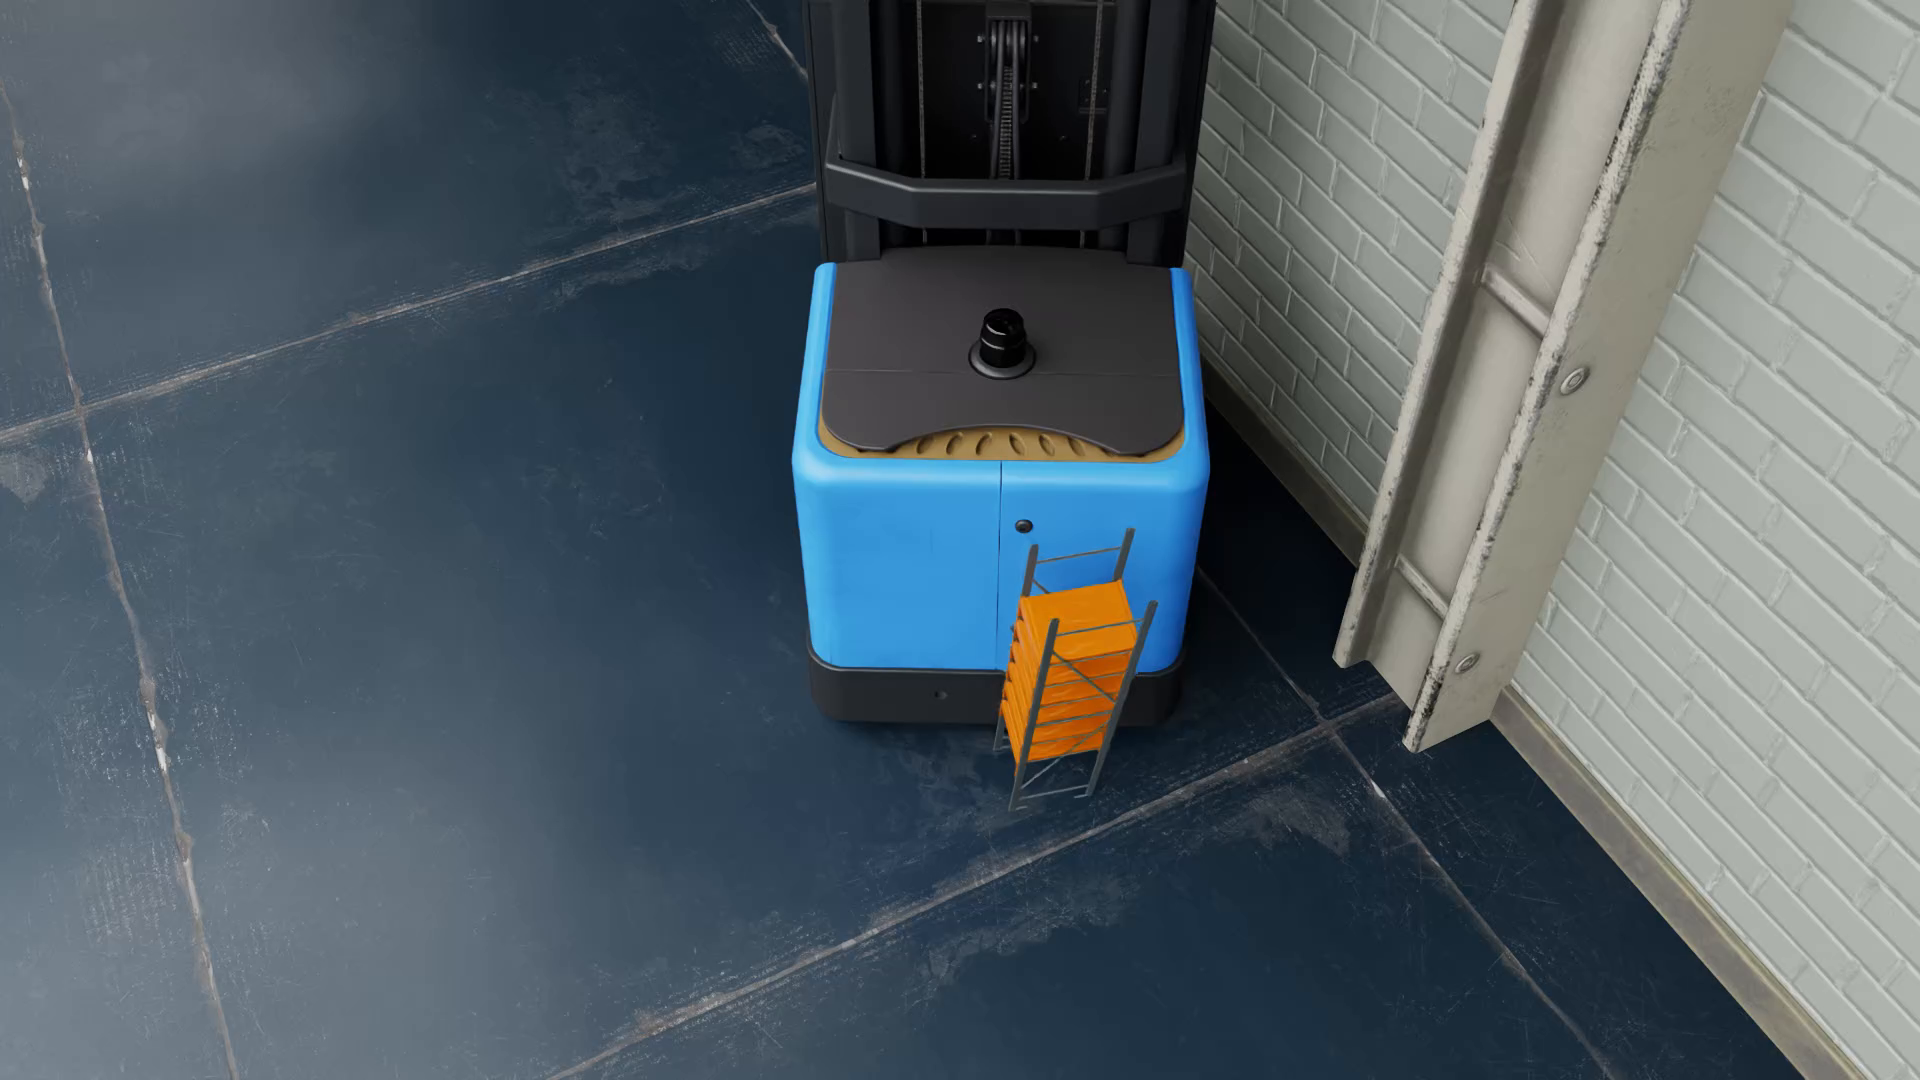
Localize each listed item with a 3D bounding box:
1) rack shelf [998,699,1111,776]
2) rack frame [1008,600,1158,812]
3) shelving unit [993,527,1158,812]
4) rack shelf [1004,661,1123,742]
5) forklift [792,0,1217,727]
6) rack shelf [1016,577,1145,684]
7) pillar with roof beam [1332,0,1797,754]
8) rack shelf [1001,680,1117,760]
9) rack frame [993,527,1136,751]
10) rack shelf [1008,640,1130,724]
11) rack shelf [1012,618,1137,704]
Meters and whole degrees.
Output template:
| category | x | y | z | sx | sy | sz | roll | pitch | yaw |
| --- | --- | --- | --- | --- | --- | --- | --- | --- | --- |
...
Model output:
| category | x | y | z | sx | sy | sz | roll | pitch | yaw |
| --- | --- | --- | --- | --- | --- | --- | --- | --- | --- |
| rack shelf | 0.246 | 0.498 | 4.377 | 0.258 | 0.103 | 0.180 | -10 | 62 | -8 |
| rack frame | 0.280 | 0.440 | 4.086 | 0.240 | 1.200 | 0.006 | -10 | 62 | -8 |
| shelving unit | 0.260 | 0.361 | 4.128 | 0.258 | 1.200 | 0.189 | -10 | 62 | -8 |
| rack shelf | 0.258 | 0.382 | 4.167 | 0.258 | 0.103 | 0.180 | -10 | 62 | -8 |
| forklift | 0.133 | -1.537 | 4.647 | 1.130 | 2.935 | 3.031 | 1 | 49 | 1 |
| rack shelf | 0.276 | 0.209 | 3.852 | 0.258 | 0.103 | 0.180 | -10 | 62 | -8 |
| pillar with roof beam | -2.497 | -1.057 | 0.196 | 9.100 | 9.000 | 0.400 | -21 | 52 | -18 |
| rack shelf | 0.252 | 0.440 | 4.272 | 0.258 | 0.103 | 0.180 | -10 | 62 | -8 |
| rack frame | 0.240 | 0.282 | 4.170 | 0.240 | 1.200 | 0.006 | -10 | 62 | -8 |
| rack shelf | 0.264 | 0.325 | 4.062 | 0.258 | 0.103 | 0.180 | -10 | 62 | -8 |
| rack shelf | 0.270 | 0.267 | 3.957 | 0.258 | 0.103 | 0.180 | -10 | 62 | -8 |
